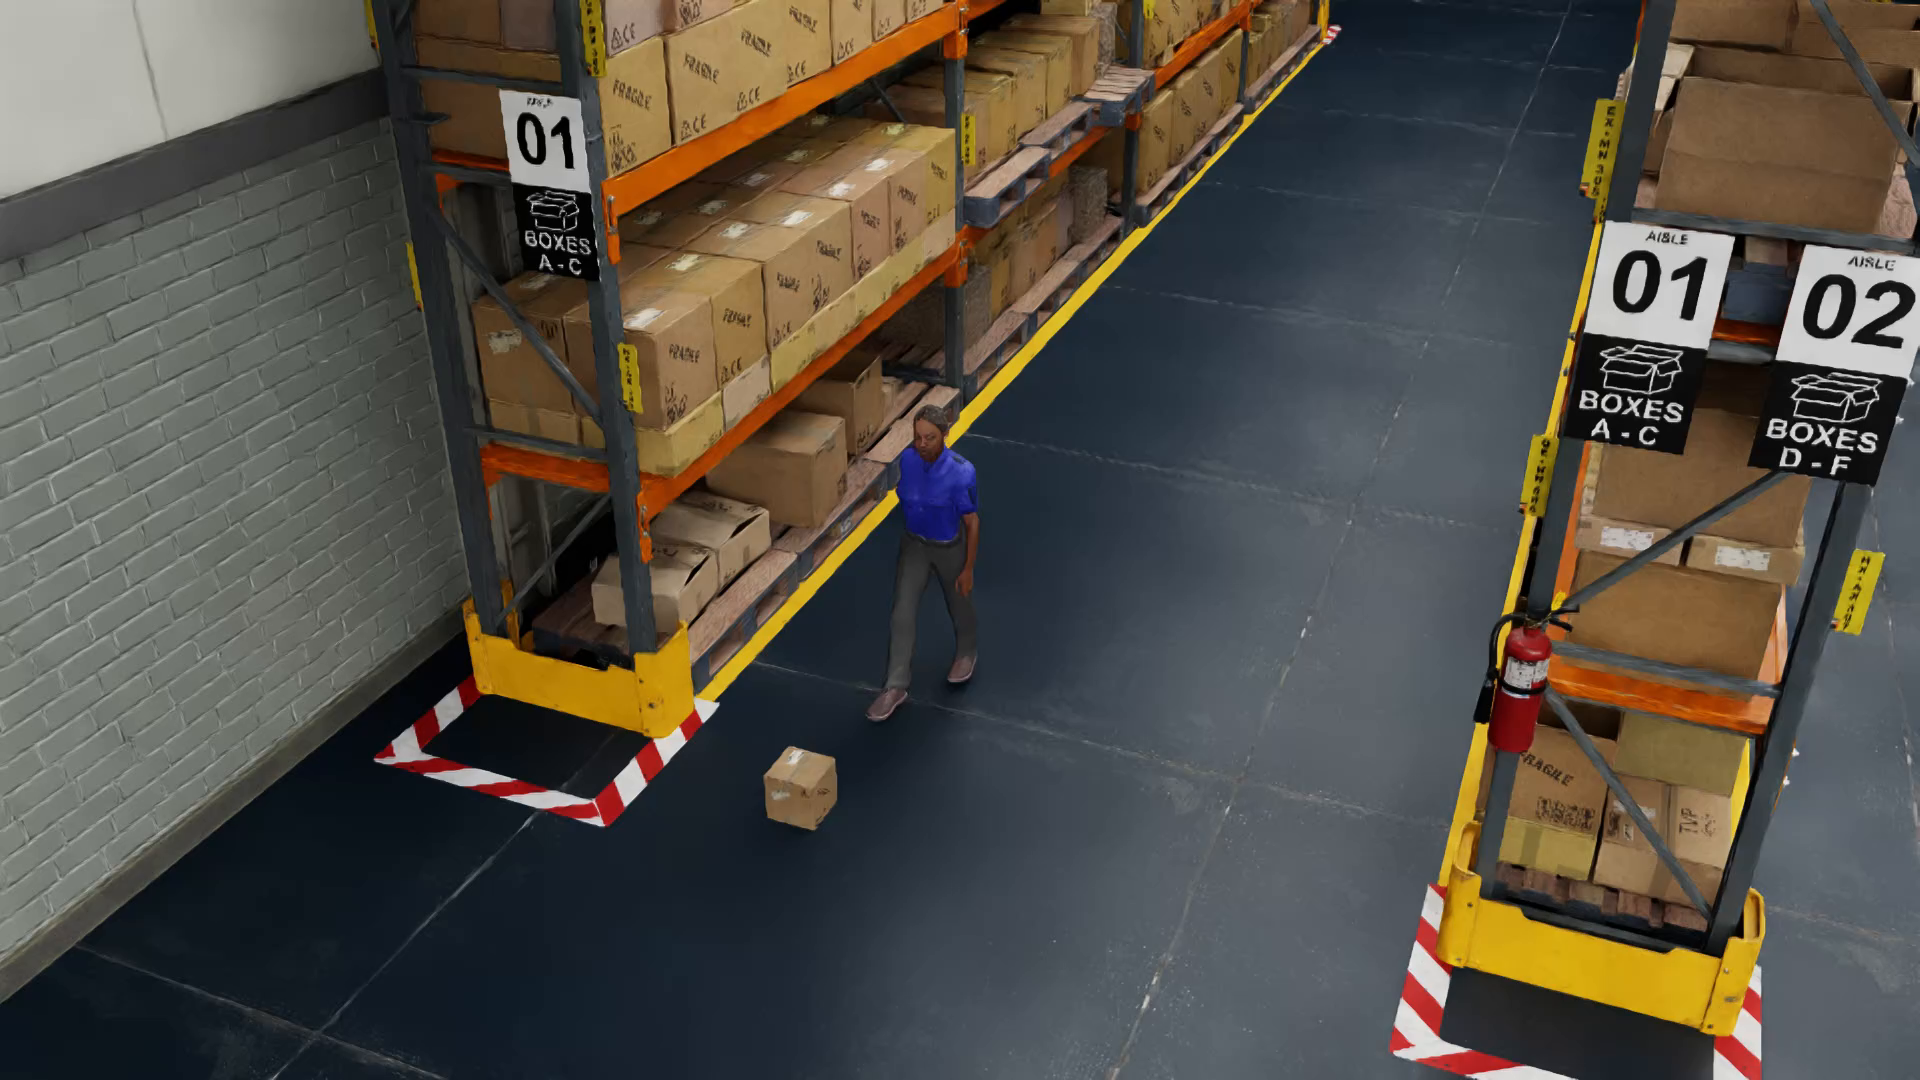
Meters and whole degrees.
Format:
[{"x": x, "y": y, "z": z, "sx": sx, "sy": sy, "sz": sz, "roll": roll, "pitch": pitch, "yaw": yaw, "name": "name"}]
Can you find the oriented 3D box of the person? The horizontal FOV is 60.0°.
[{"x": -0.133, "y": 0.087, "z": 8.230, "sx": 0.471, "sy": 1.623, "sz": 0.796, "roll": 13, "pitch": 32, "yaw": 22, "name": "person"}]
